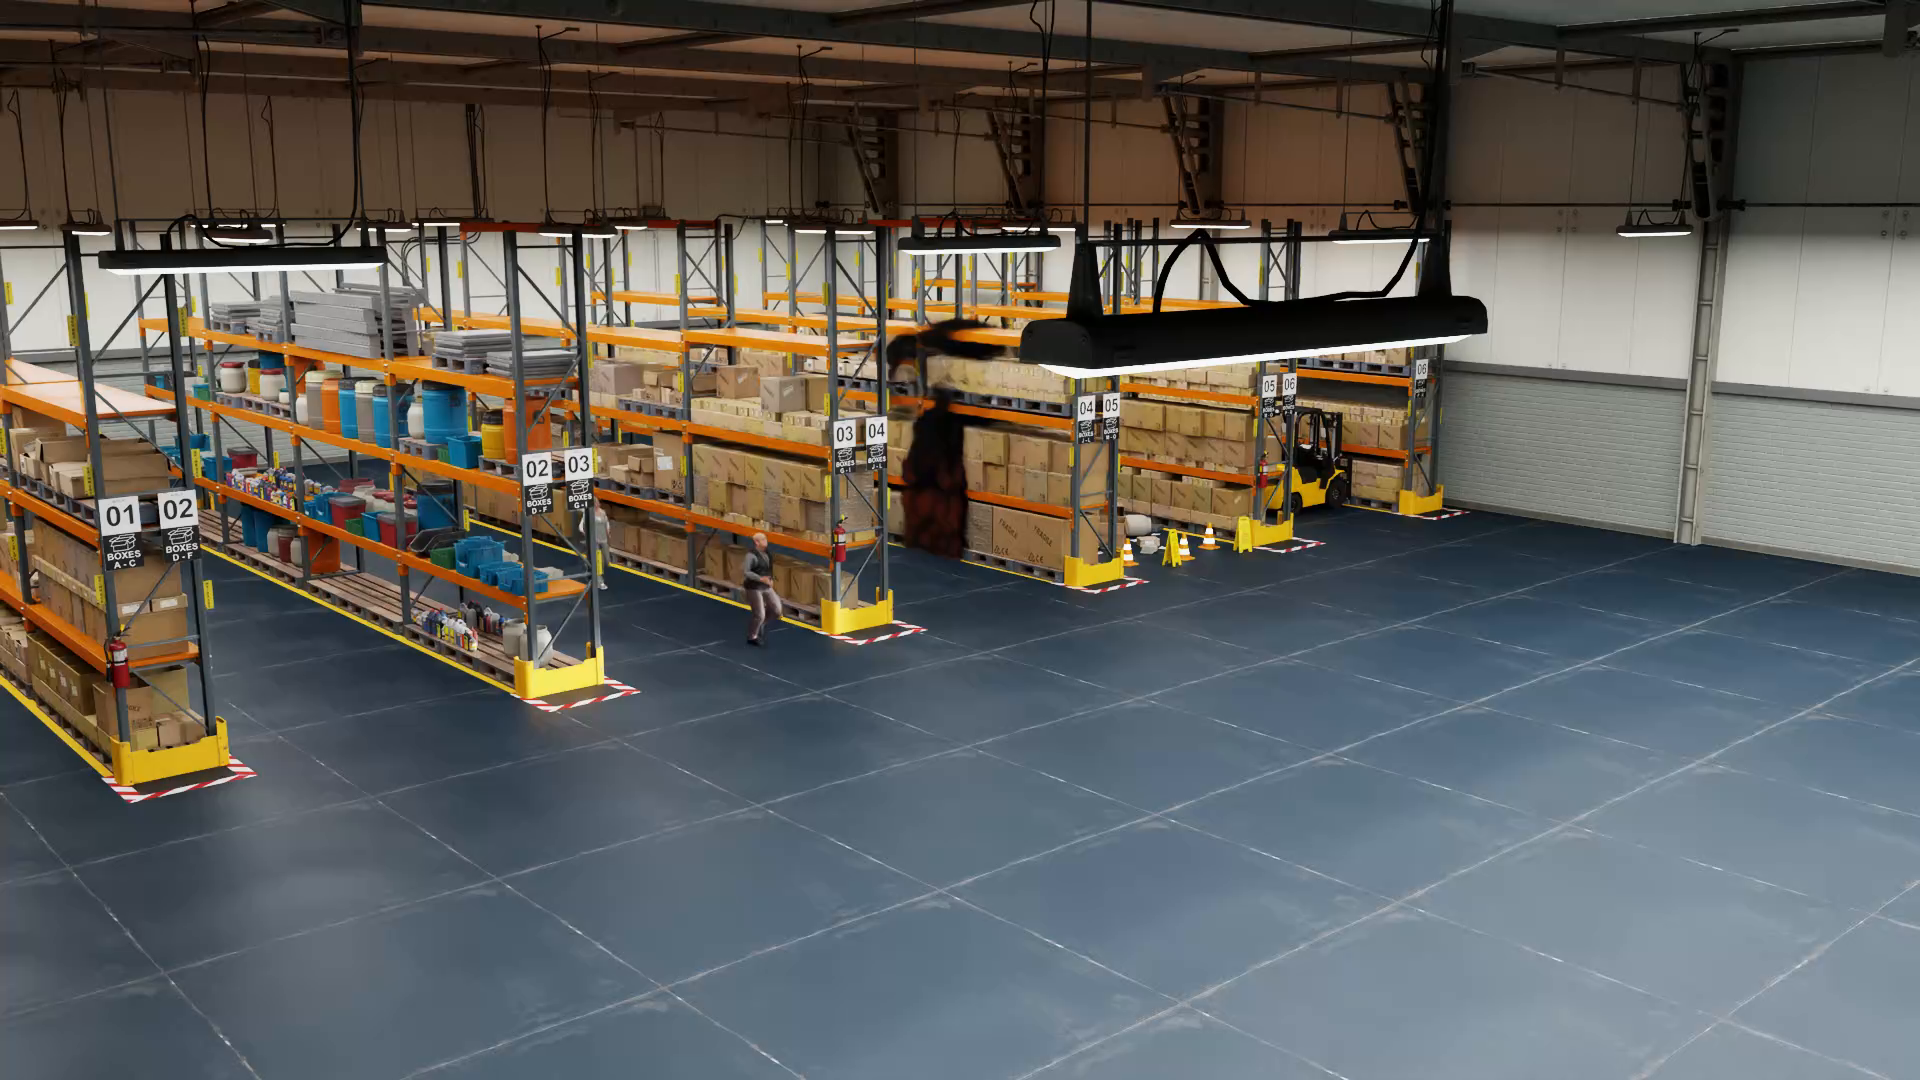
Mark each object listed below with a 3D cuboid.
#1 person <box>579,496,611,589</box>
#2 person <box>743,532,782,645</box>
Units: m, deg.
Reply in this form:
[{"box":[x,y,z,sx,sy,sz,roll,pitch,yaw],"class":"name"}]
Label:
[{"box":[-6.095,0.027,27.805,0.539,1.551,0.622,-10,15,-40],"class":"person"},{"box":[-2.864,0.714,24.110,0.608,1.675,0.679,7,13,30],"class":"person"}]
